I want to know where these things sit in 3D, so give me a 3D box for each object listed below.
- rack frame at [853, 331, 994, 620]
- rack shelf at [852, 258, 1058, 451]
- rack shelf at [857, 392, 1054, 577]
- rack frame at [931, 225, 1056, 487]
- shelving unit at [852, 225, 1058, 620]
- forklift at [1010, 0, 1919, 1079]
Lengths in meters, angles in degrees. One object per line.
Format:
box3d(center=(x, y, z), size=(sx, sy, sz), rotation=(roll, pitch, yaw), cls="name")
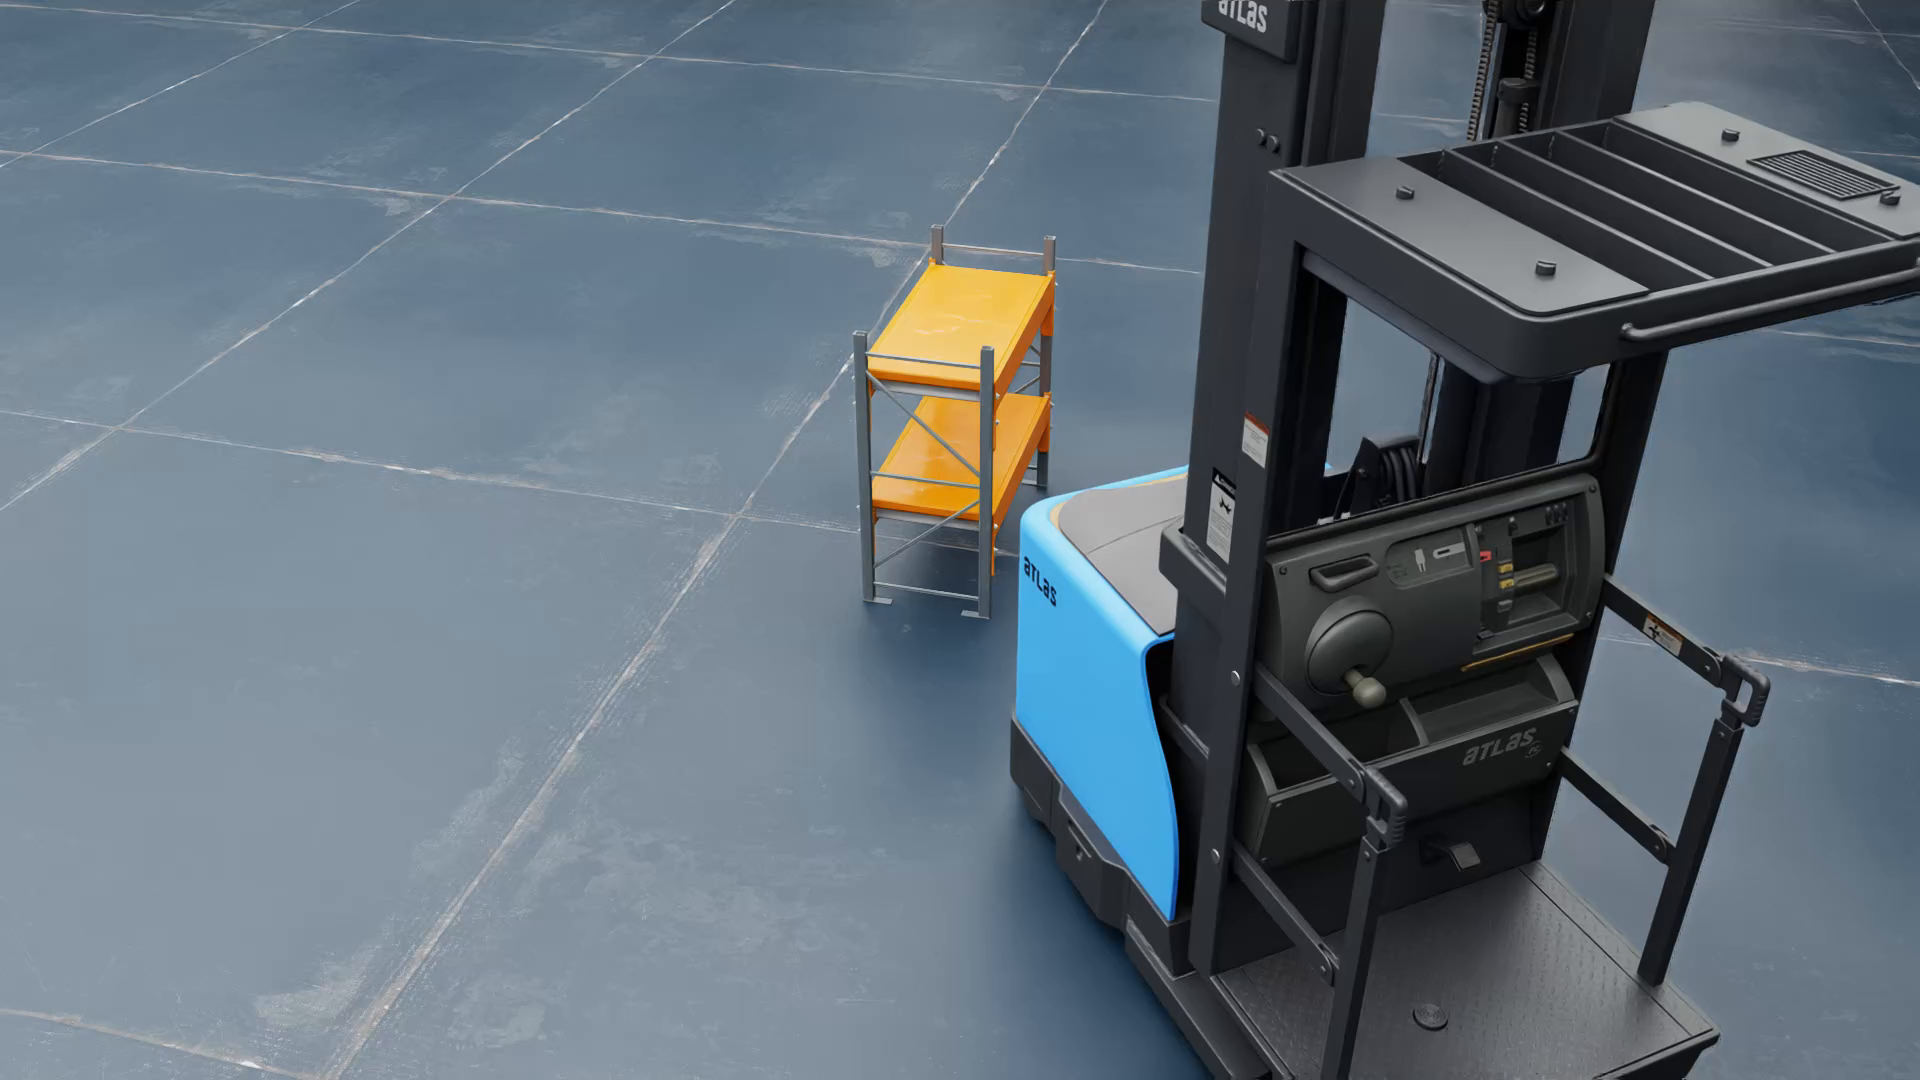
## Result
box3d(center=(-0.127, -0.214, 6.039), size=(0.500, 1.125, 0.032), rotation=(8, 33, 12), cls="rack frame")
box3d(center=(0.002, -0.725, 6.297), size=(0.538, 0.278, 1.000), rotation=(8, 33, 12), cls="rack shelf")
box3d(center=(0.002, -0.272, 6.585), size=(0.538, 0.278, 1.000), rotation=(8, 33, 12), cls="rack shelf")
box3d(center=(0.131, -0.742, 6.869), size=(0.500, 1.125, 0.032), rotation=(8, 33, 12), cls="rack frame")
box3d(center=(0.002, -0.478, 6.454), size=(0.538, 1.125, 1.048), rotation=(8, 33, 12), cls="shelving unit")
box3d(center=(1.222, 0.177, 3.739), size=(1.130, 2.935, 3.031), rotation=(-13, 35, -20), cls="forklift")
